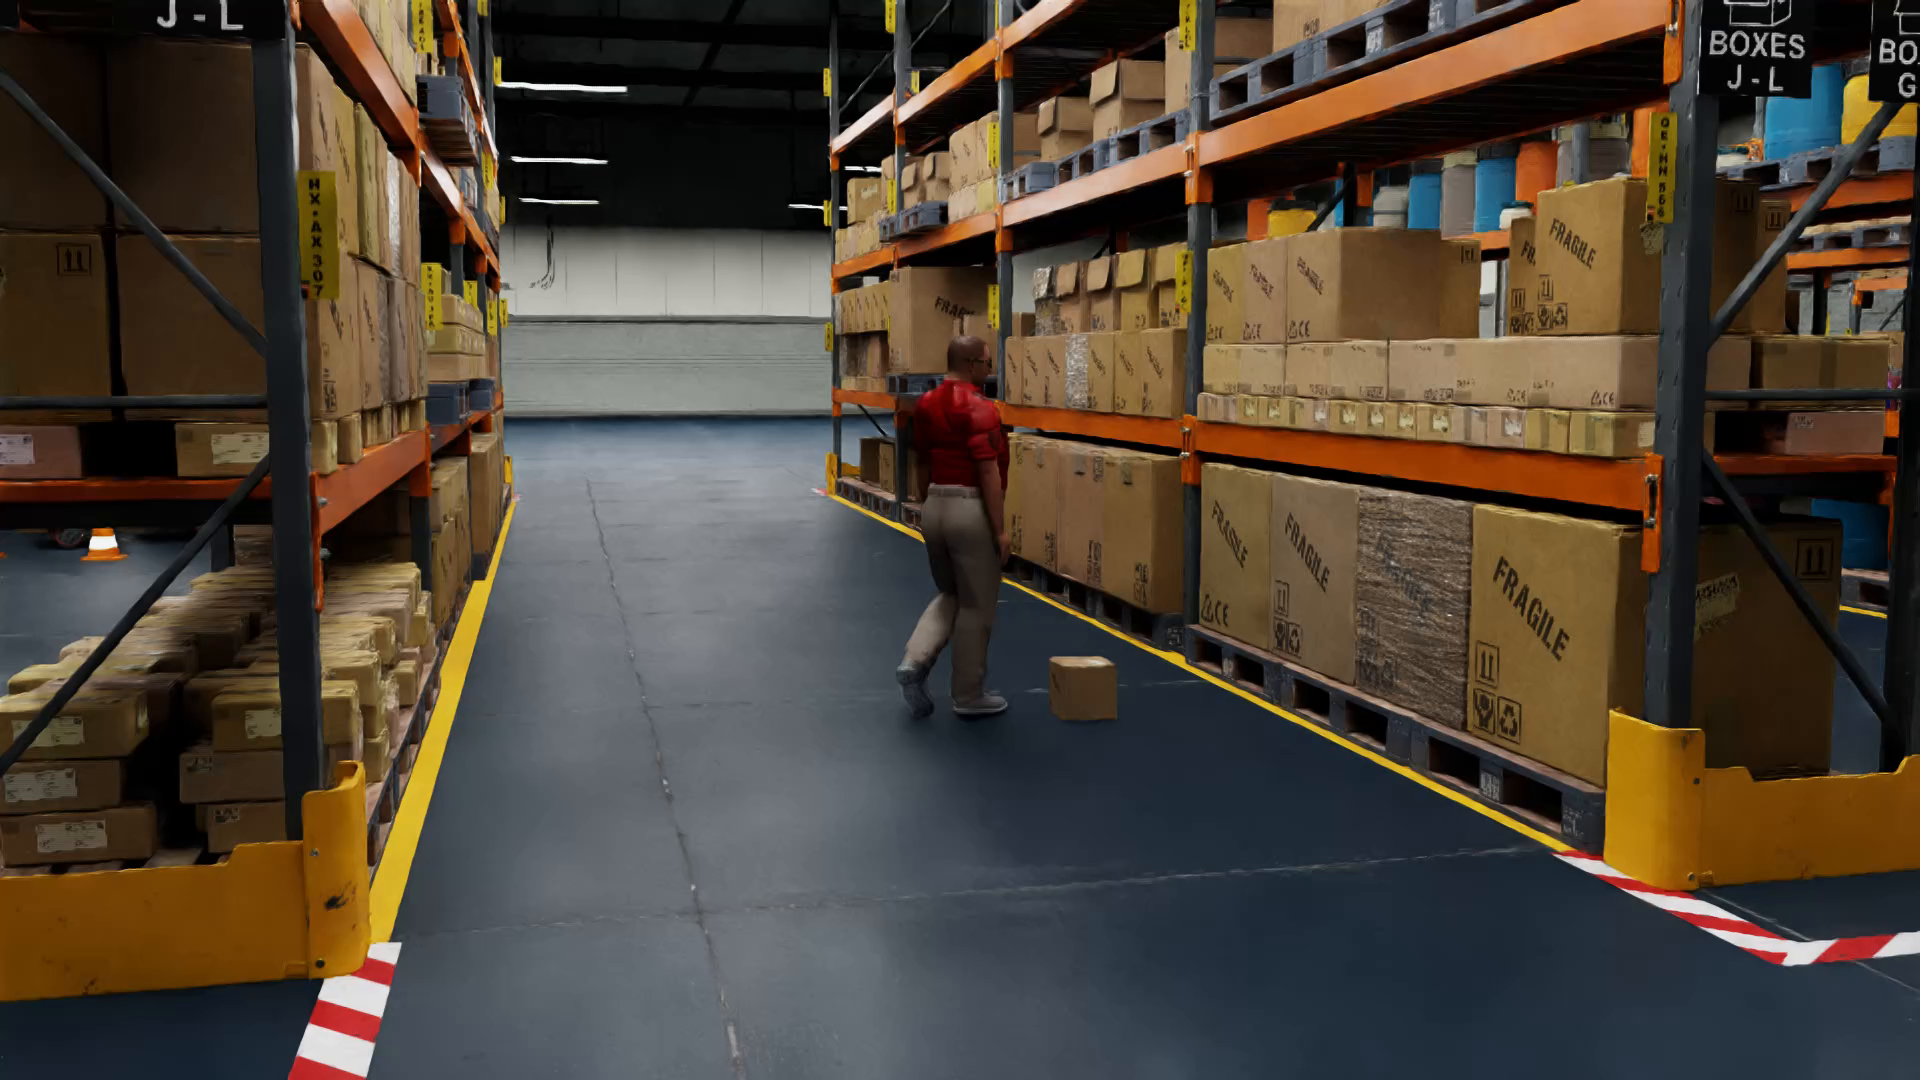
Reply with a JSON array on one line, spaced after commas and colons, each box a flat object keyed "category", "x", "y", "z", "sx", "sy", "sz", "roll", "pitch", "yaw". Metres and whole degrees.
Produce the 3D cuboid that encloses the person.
[{"category": "person", "x": -0.010, "y": -0.057, "z": 7.487, "sx": 0.564, "sy": 1.734, "sz": 0.577, "roll": -5, "pitch": 8, "yaw": -41}]
